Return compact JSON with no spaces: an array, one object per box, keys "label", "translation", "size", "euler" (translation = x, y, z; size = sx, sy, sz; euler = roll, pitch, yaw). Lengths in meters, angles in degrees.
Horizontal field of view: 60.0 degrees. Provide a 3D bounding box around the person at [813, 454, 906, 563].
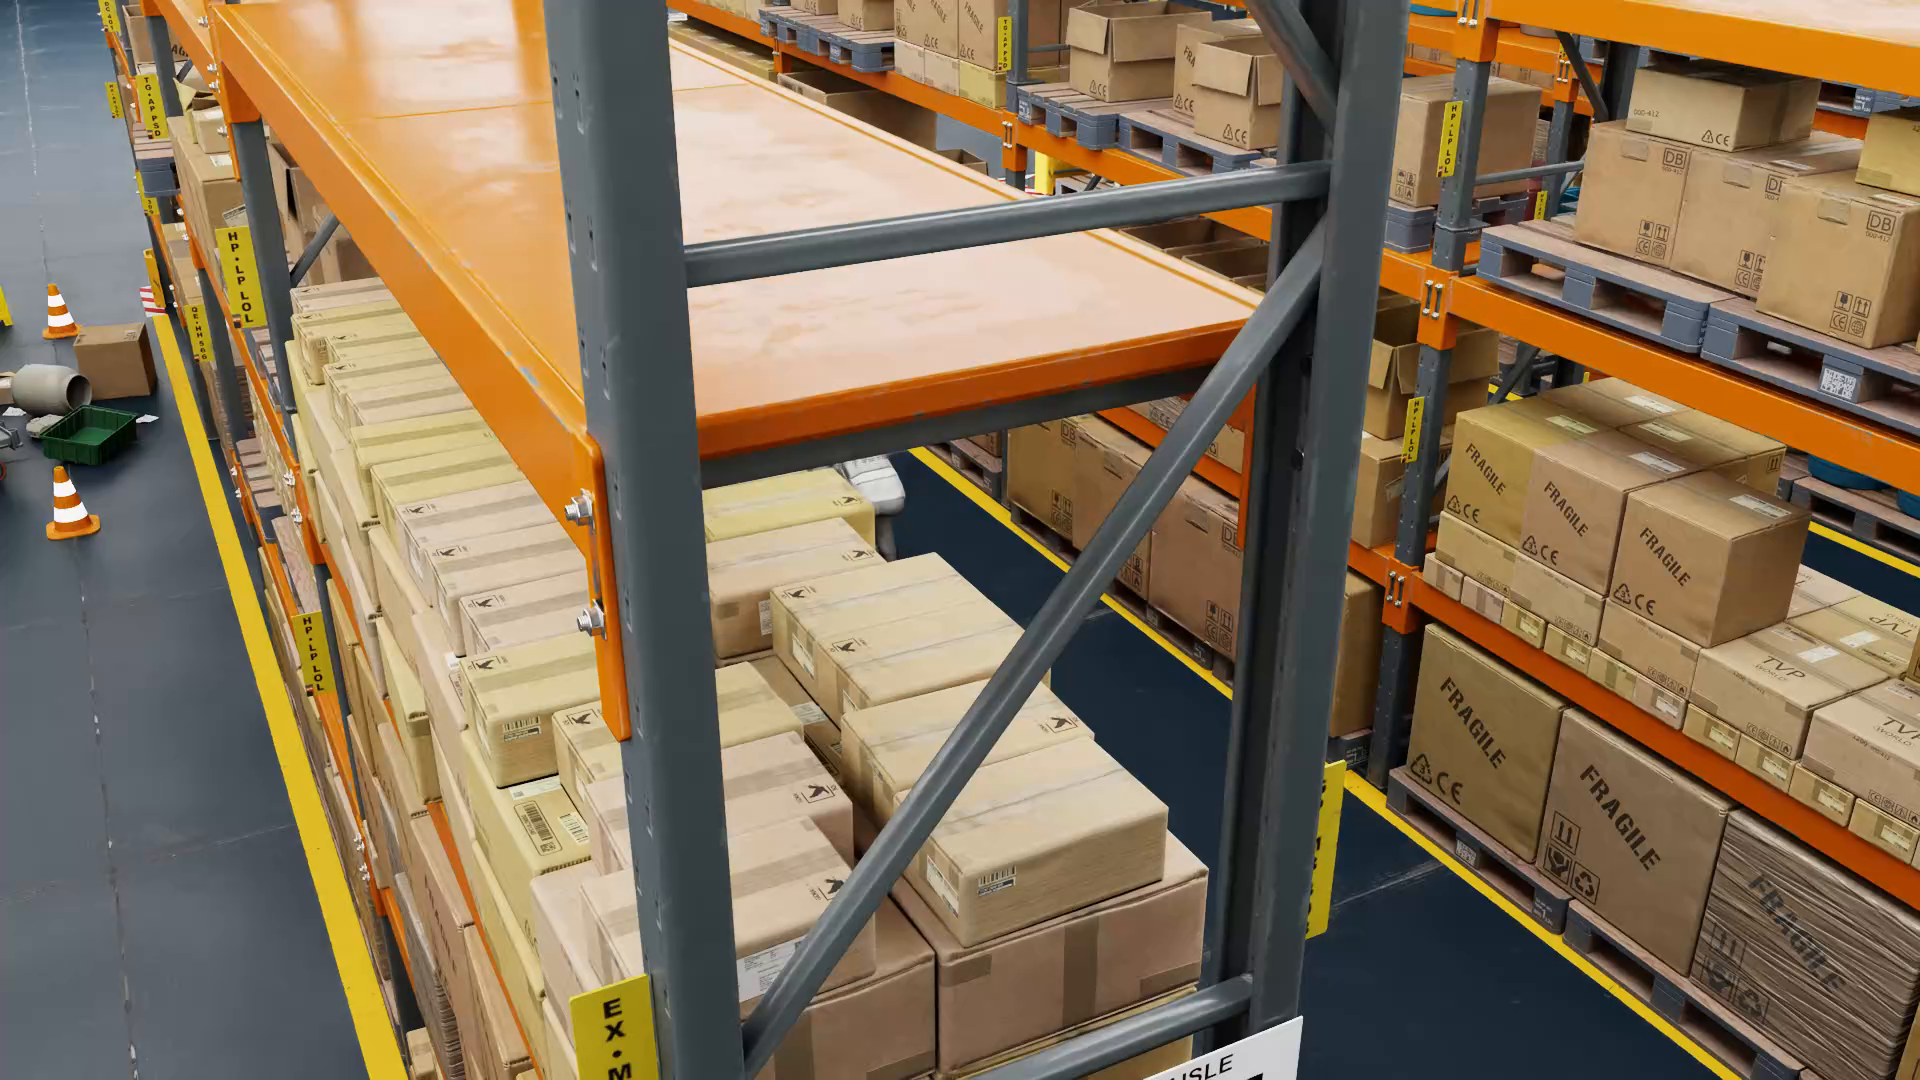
[{"label":"person","translation":[-0.704,-0.330,11.096],"size":[0.487,0.988,0.855],"euler":[-13,29,-25]}]
